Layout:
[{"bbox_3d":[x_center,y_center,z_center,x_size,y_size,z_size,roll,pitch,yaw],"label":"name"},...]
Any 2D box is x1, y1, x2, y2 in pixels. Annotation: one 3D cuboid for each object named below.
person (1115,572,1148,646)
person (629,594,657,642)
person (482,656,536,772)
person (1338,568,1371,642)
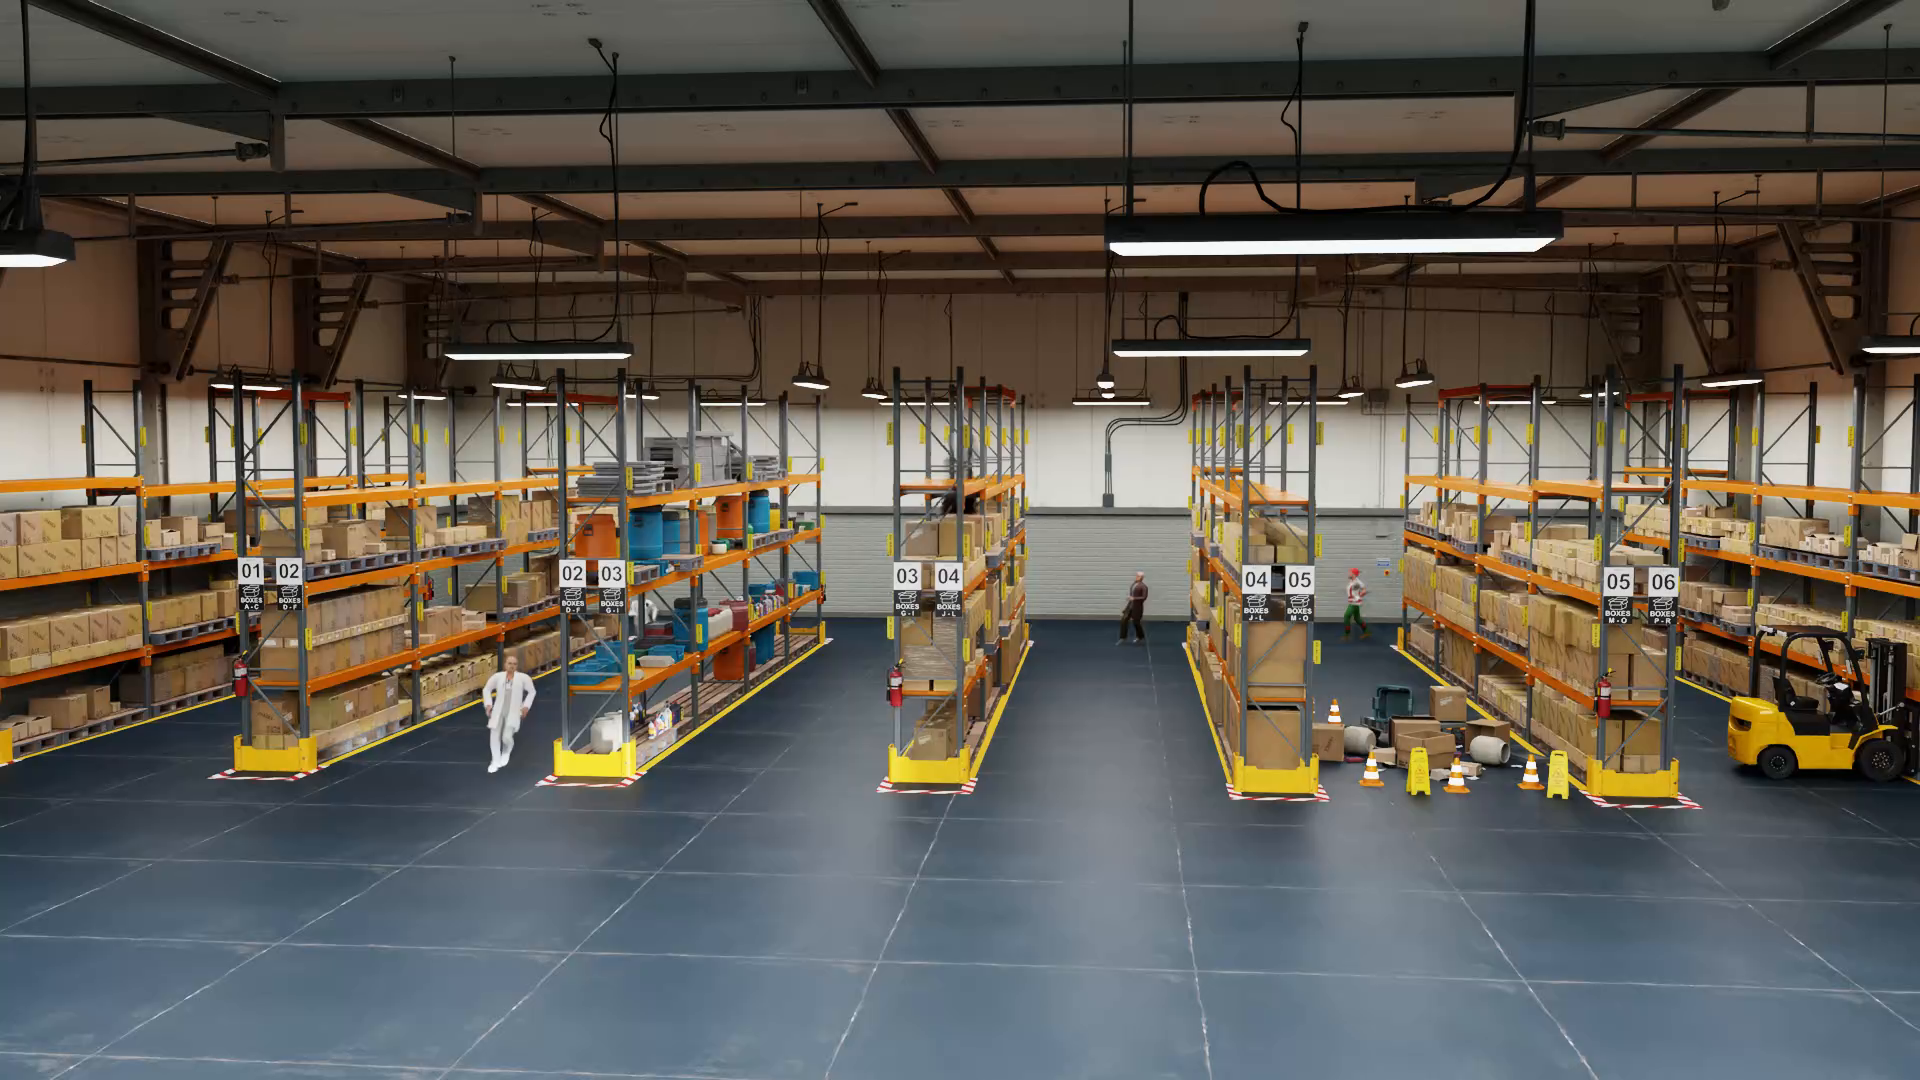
[{"bbox_3d":[4.183,1.643,39.710,0.922,1.772,0.701,-3,5,-40],"label":"person"},{"bbox_3d":[-6.947,1.896,36.360,0.580,1.751,0.763,0,4,-2],"label":"person"},{"bbox_3d":[-6.773,2.608,24.919,0.769,1.726,0.561,0,4,-4],"label":"person"},{"bbox_3d":[9.624,1.597,40.482,0.820,1.845,0.655,0,4,7],"label":"person"}]
